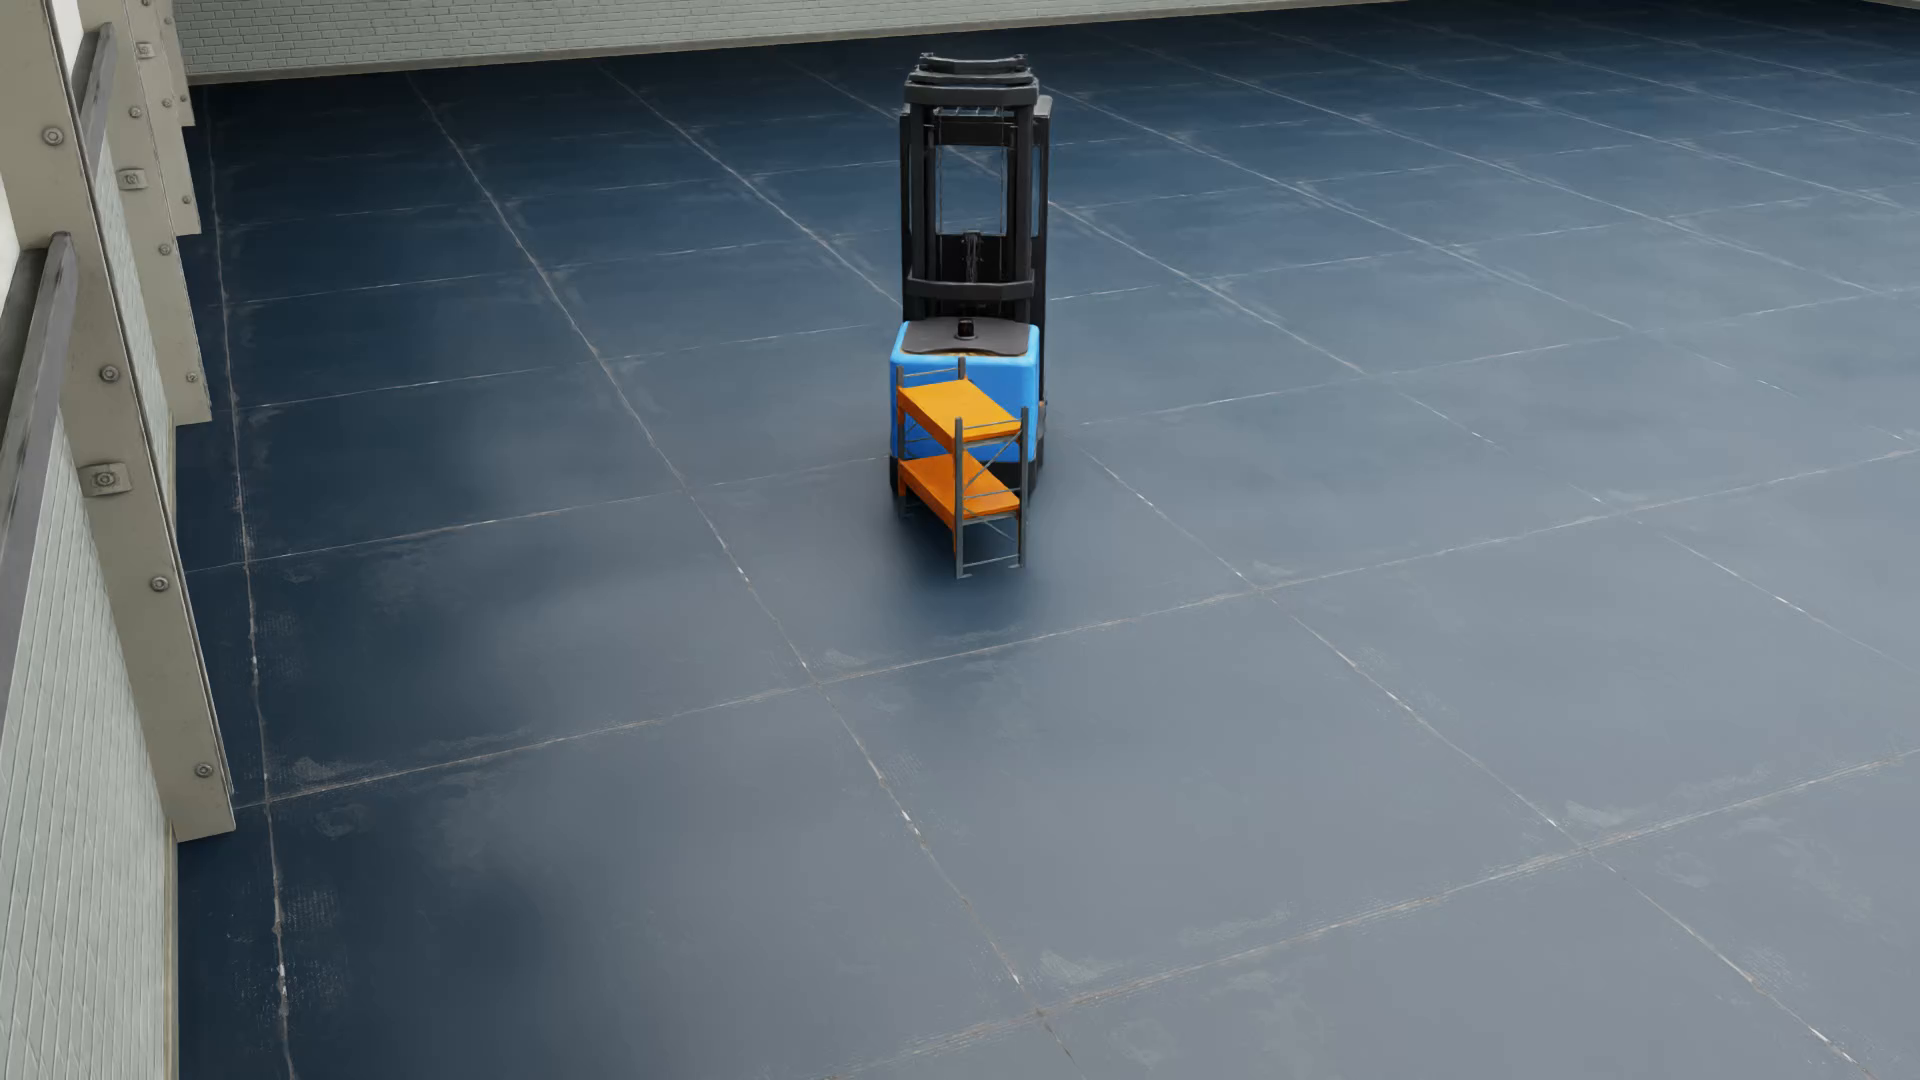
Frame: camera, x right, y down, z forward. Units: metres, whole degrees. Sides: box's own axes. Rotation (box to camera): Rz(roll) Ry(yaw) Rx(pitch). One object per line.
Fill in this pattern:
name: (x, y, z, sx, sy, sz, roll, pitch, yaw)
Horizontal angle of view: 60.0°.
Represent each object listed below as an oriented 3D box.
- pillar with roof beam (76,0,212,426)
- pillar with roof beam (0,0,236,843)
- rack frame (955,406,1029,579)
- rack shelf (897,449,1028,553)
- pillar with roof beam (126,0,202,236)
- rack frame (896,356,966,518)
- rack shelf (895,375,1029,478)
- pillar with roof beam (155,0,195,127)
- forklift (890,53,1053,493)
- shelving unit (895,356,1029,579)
pillar with roof beam: (-2.265, -5.794, 13.007, 9.100, 9.000, 0.400, -11, 28, -21)
pillar with roof beam: (0.085, -3.372, 8.046, 9.100, 9.000, 0.400, -11, 28, -21)
rack frame: (0.202, -0.298, 10.723, 0.500, 1.125, 0.032, -11, 28, -21)
rack shelf: (0.003, -0.283, 11.251, 0.538, 0.278, 1.000, -11, 28, -21)
pillar with roof beam: (-4.615, -8.217, 17.968, 9.100, 9.000, 0.400, -11, 28, -21)
rack frame: (-0.196, -0.708, 11.564, 0.500, 1.125, 0.032, -11, 28, -21)
rack shelf: (0.003, -0.766, 11.015, 0.538, 0.278, 1.000, -11, 28, -21)
pillar with roof beam: (-6.964, -10.639, 22.929, 9.100, 9.000, 0.400, -11, 28, -21)
forklift: (0.126, -2.261, 12.687, 1.130, 2.935, 3.031, 2, 26, 4)
shelving unit: (0.003, -0.503, 11.144, 0.538, 1.125, 1.048, -11, 28, -21)
